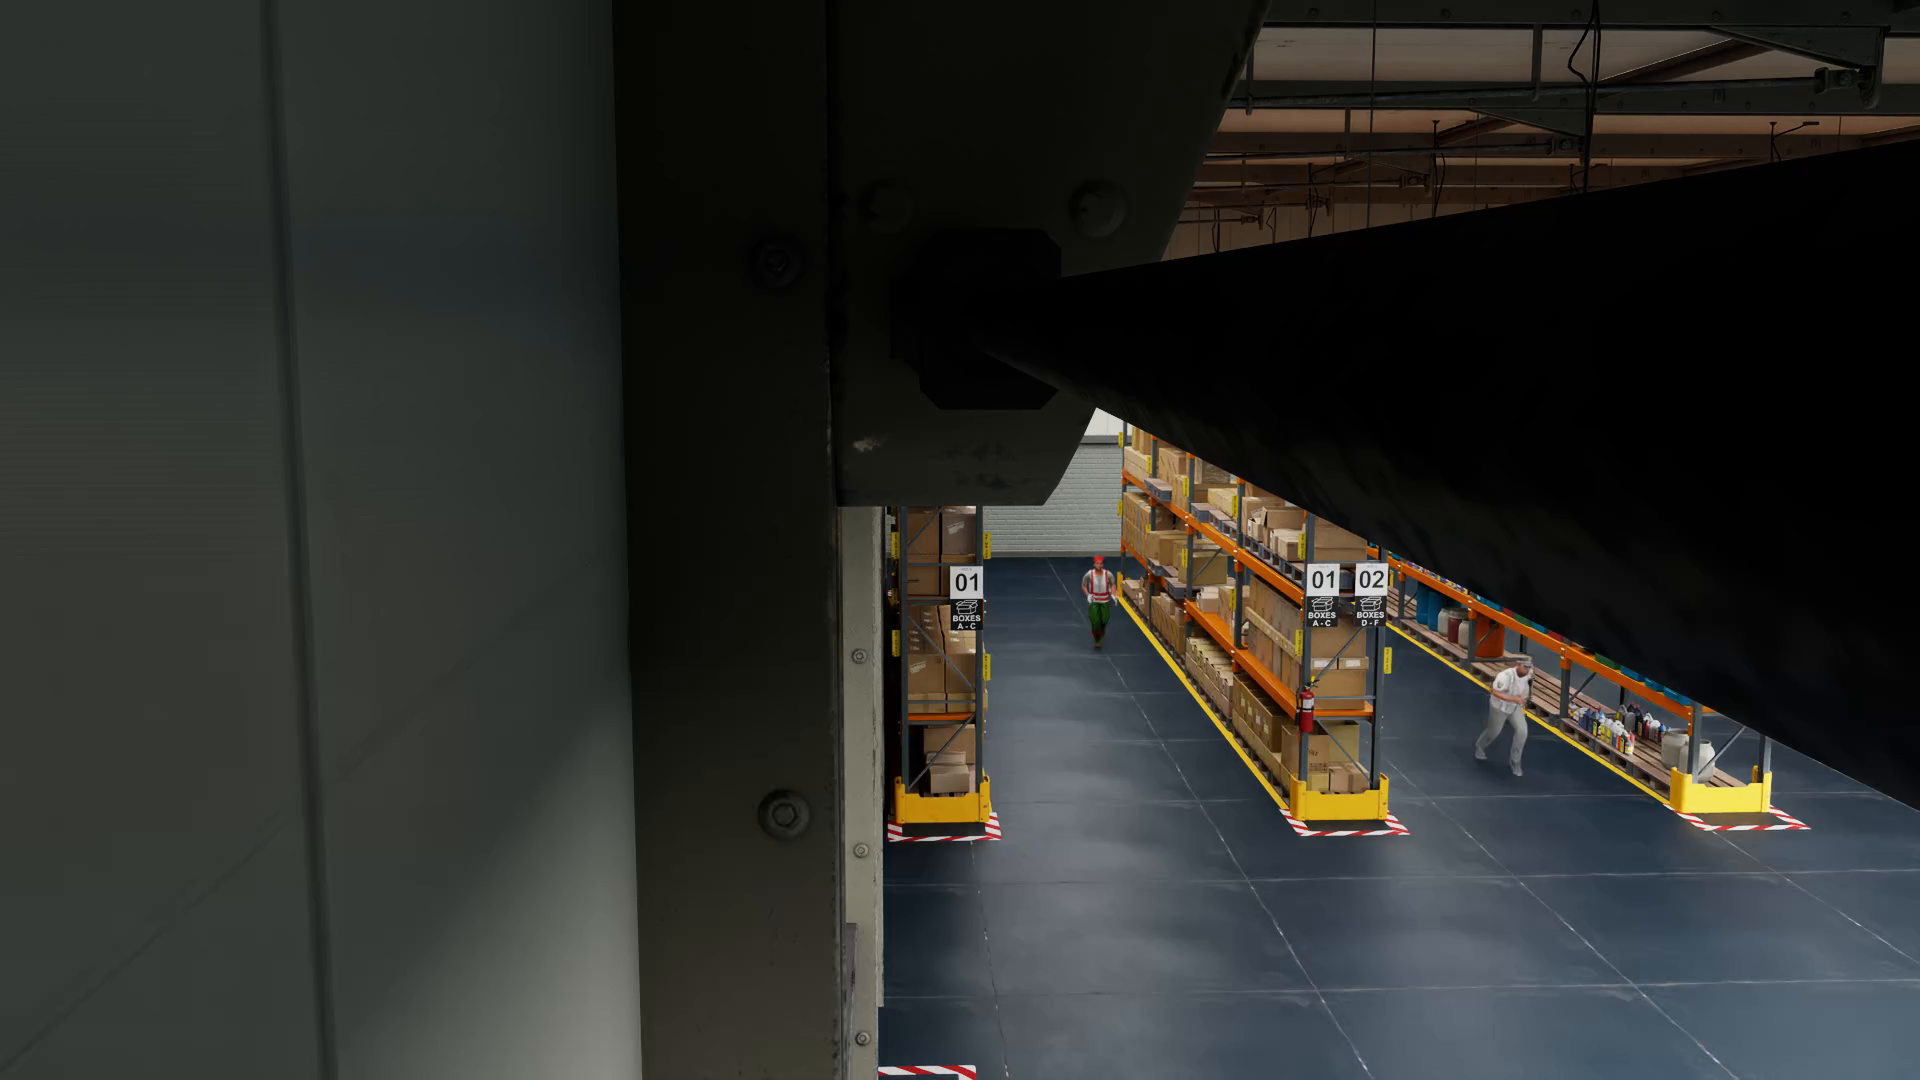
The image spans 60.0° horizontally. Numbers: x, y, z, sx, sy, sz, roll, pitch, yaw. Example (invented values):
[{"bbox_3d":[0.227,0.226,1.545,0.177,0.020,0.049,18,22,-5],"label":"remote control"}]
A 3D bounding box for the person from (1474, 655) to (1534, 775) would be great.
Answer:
[{"bbox_3d":[7.483,2.352,22.818,0.711,1.720,0.981,-3,9,-22],"label":"person"}]

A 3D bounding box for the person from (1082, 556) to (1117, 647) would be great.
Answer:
[{"bbox_3d":[2.587,1.138,30.938,0.653,1.728,0.633,0,8,-1],"label":"person"}]
